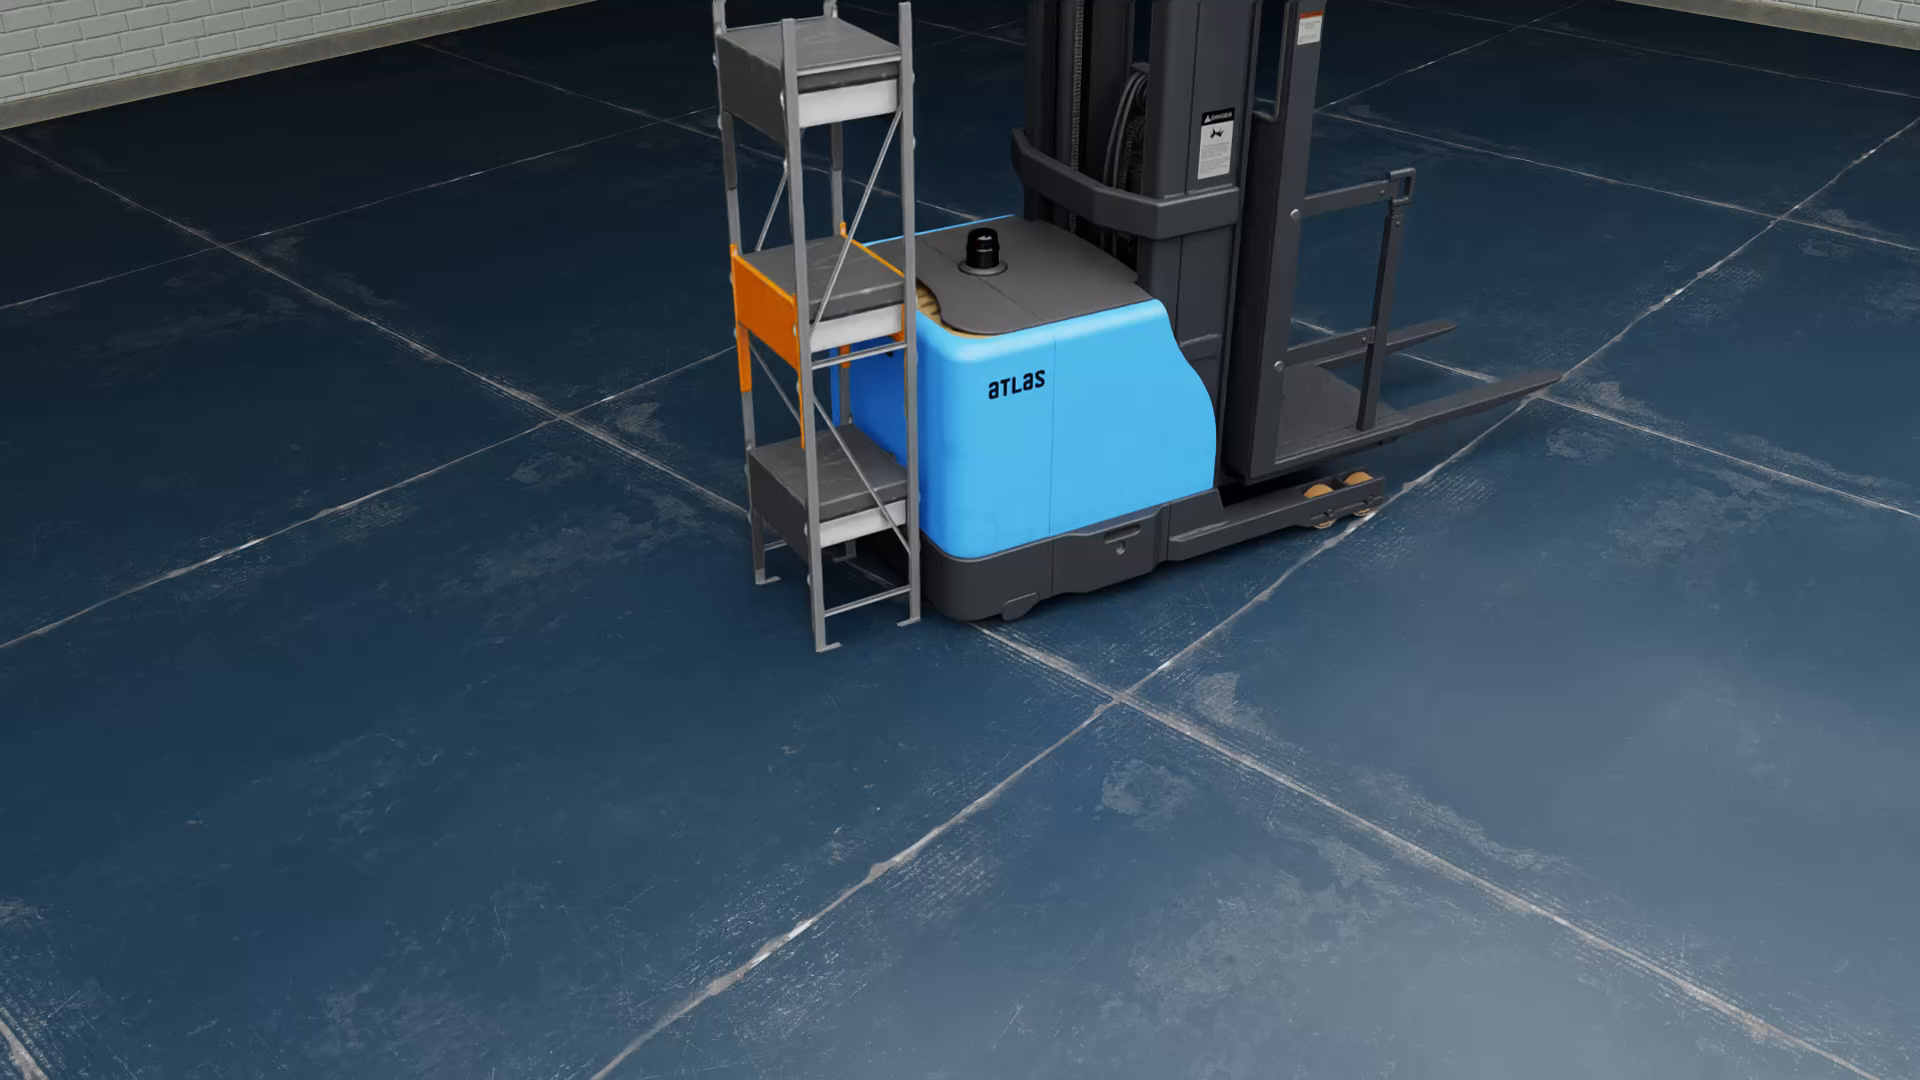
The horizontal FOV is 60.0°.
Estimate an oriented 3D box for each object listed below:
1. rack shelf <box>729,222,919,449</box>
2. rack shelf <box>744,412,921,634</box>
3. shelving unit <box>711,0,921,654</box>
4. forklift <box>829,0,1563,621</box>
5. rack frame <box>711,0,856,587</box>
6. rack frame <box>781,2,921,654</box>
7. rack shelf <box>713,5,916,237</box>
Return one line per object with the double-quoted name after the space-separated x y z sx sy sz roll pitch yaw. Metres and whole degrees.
-0.437 -0.667 5.348 0.431 0.518 0.480 -17 35 -26 "rack shelf"
-0.437 -0.067 5.709 0.431 0.518 0.480 -17 35 -26 "rack shelf"
-0.437 -0.678 5.341 0.431 2.100 0.503 -17 35 -26 "shelving unit"
1.048 -1.519 5.931 3.031 2.935 1.130 -16 35 -25 "forklift"
-0.560 -0.787 5.521 0.400 2.100 0.015 -17 35 -26 "rack frame"
-0.313 -0.570 5.161 0.400 2.100 0.015 -17 35 -26 "rack frame"
-0.437 -1.266 4.987 0.431 0.518 0.480 -17 35 -26 "rack shelf"
